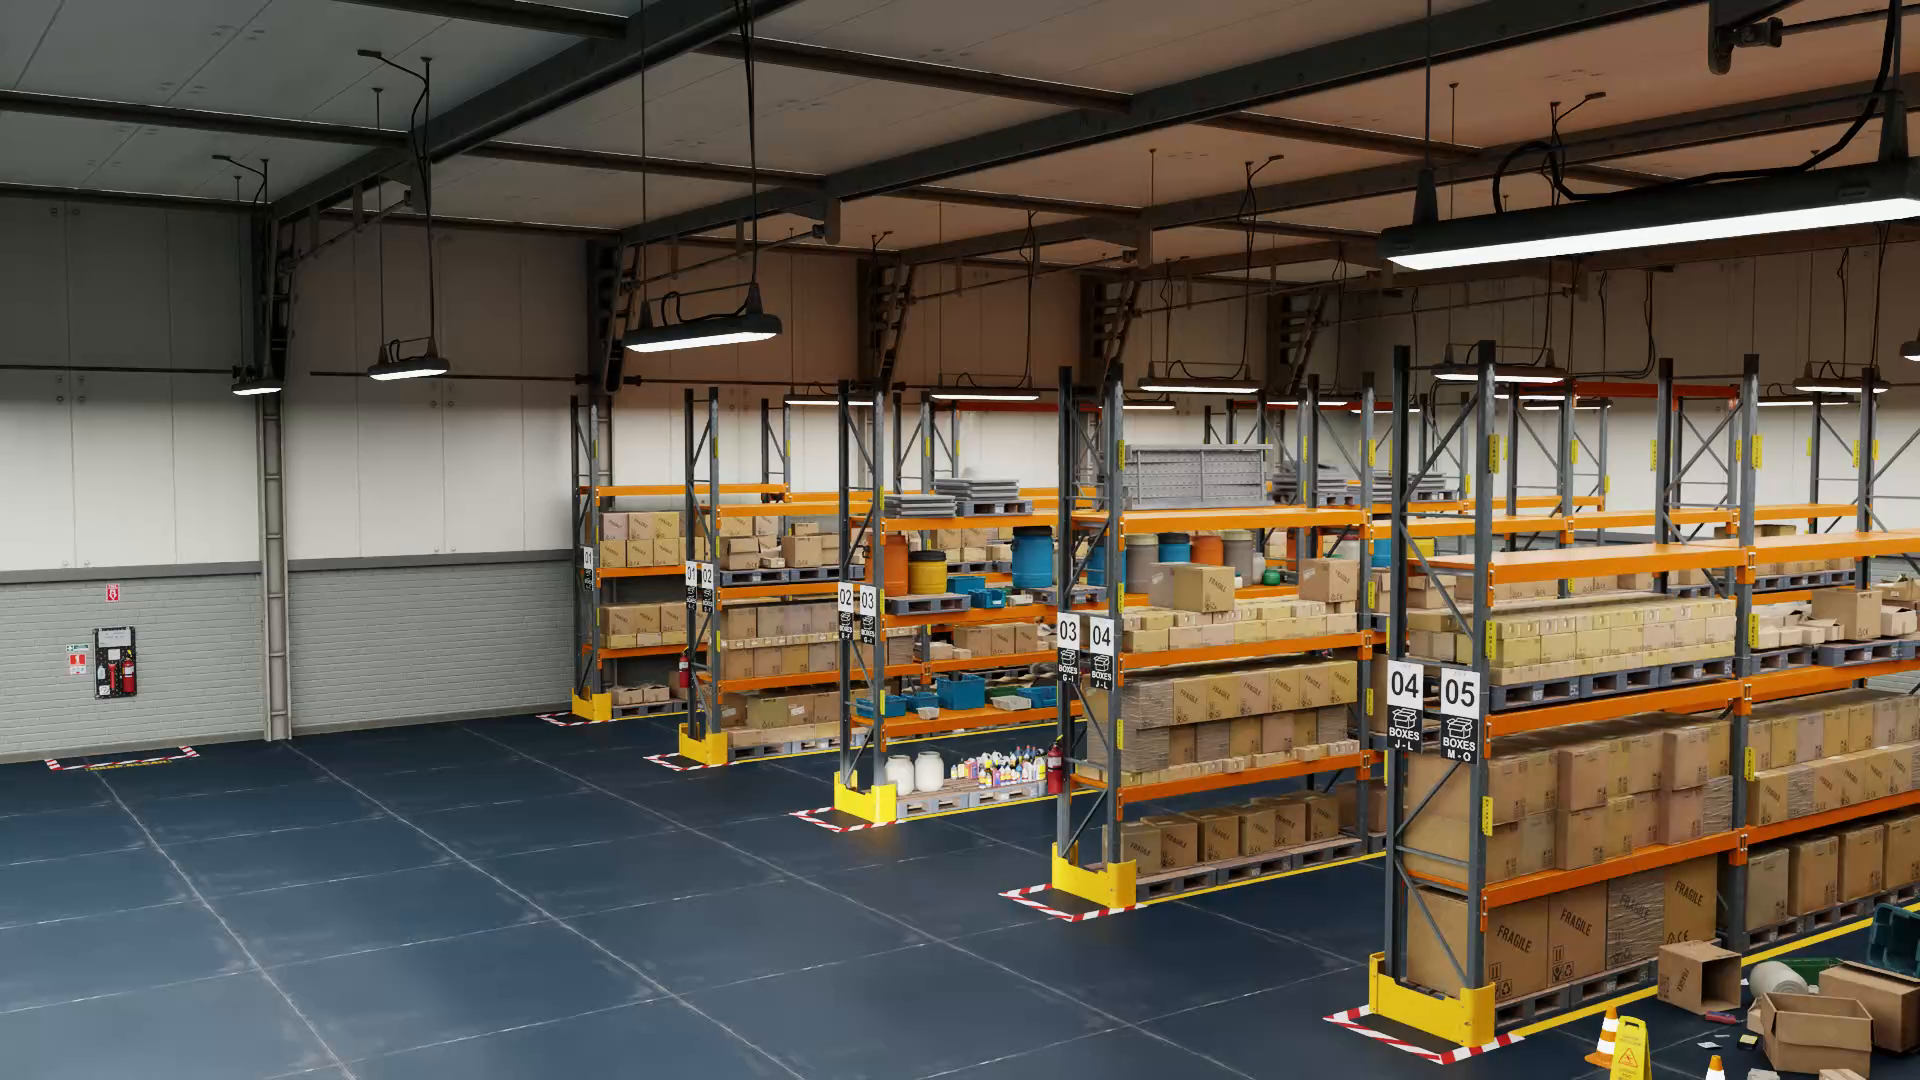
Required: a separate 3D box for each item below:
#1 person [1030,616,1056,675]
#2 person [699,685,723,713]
[{"bbox_3d":[1.668,2.287,34.318,0.885,1.658,0.589,-3,5,-42],"label":"person"},{"bbox_3d":[-4.227,2.572,29.177,0.711,1.681,0.565,-3,5,-45],"label":"person"}]
